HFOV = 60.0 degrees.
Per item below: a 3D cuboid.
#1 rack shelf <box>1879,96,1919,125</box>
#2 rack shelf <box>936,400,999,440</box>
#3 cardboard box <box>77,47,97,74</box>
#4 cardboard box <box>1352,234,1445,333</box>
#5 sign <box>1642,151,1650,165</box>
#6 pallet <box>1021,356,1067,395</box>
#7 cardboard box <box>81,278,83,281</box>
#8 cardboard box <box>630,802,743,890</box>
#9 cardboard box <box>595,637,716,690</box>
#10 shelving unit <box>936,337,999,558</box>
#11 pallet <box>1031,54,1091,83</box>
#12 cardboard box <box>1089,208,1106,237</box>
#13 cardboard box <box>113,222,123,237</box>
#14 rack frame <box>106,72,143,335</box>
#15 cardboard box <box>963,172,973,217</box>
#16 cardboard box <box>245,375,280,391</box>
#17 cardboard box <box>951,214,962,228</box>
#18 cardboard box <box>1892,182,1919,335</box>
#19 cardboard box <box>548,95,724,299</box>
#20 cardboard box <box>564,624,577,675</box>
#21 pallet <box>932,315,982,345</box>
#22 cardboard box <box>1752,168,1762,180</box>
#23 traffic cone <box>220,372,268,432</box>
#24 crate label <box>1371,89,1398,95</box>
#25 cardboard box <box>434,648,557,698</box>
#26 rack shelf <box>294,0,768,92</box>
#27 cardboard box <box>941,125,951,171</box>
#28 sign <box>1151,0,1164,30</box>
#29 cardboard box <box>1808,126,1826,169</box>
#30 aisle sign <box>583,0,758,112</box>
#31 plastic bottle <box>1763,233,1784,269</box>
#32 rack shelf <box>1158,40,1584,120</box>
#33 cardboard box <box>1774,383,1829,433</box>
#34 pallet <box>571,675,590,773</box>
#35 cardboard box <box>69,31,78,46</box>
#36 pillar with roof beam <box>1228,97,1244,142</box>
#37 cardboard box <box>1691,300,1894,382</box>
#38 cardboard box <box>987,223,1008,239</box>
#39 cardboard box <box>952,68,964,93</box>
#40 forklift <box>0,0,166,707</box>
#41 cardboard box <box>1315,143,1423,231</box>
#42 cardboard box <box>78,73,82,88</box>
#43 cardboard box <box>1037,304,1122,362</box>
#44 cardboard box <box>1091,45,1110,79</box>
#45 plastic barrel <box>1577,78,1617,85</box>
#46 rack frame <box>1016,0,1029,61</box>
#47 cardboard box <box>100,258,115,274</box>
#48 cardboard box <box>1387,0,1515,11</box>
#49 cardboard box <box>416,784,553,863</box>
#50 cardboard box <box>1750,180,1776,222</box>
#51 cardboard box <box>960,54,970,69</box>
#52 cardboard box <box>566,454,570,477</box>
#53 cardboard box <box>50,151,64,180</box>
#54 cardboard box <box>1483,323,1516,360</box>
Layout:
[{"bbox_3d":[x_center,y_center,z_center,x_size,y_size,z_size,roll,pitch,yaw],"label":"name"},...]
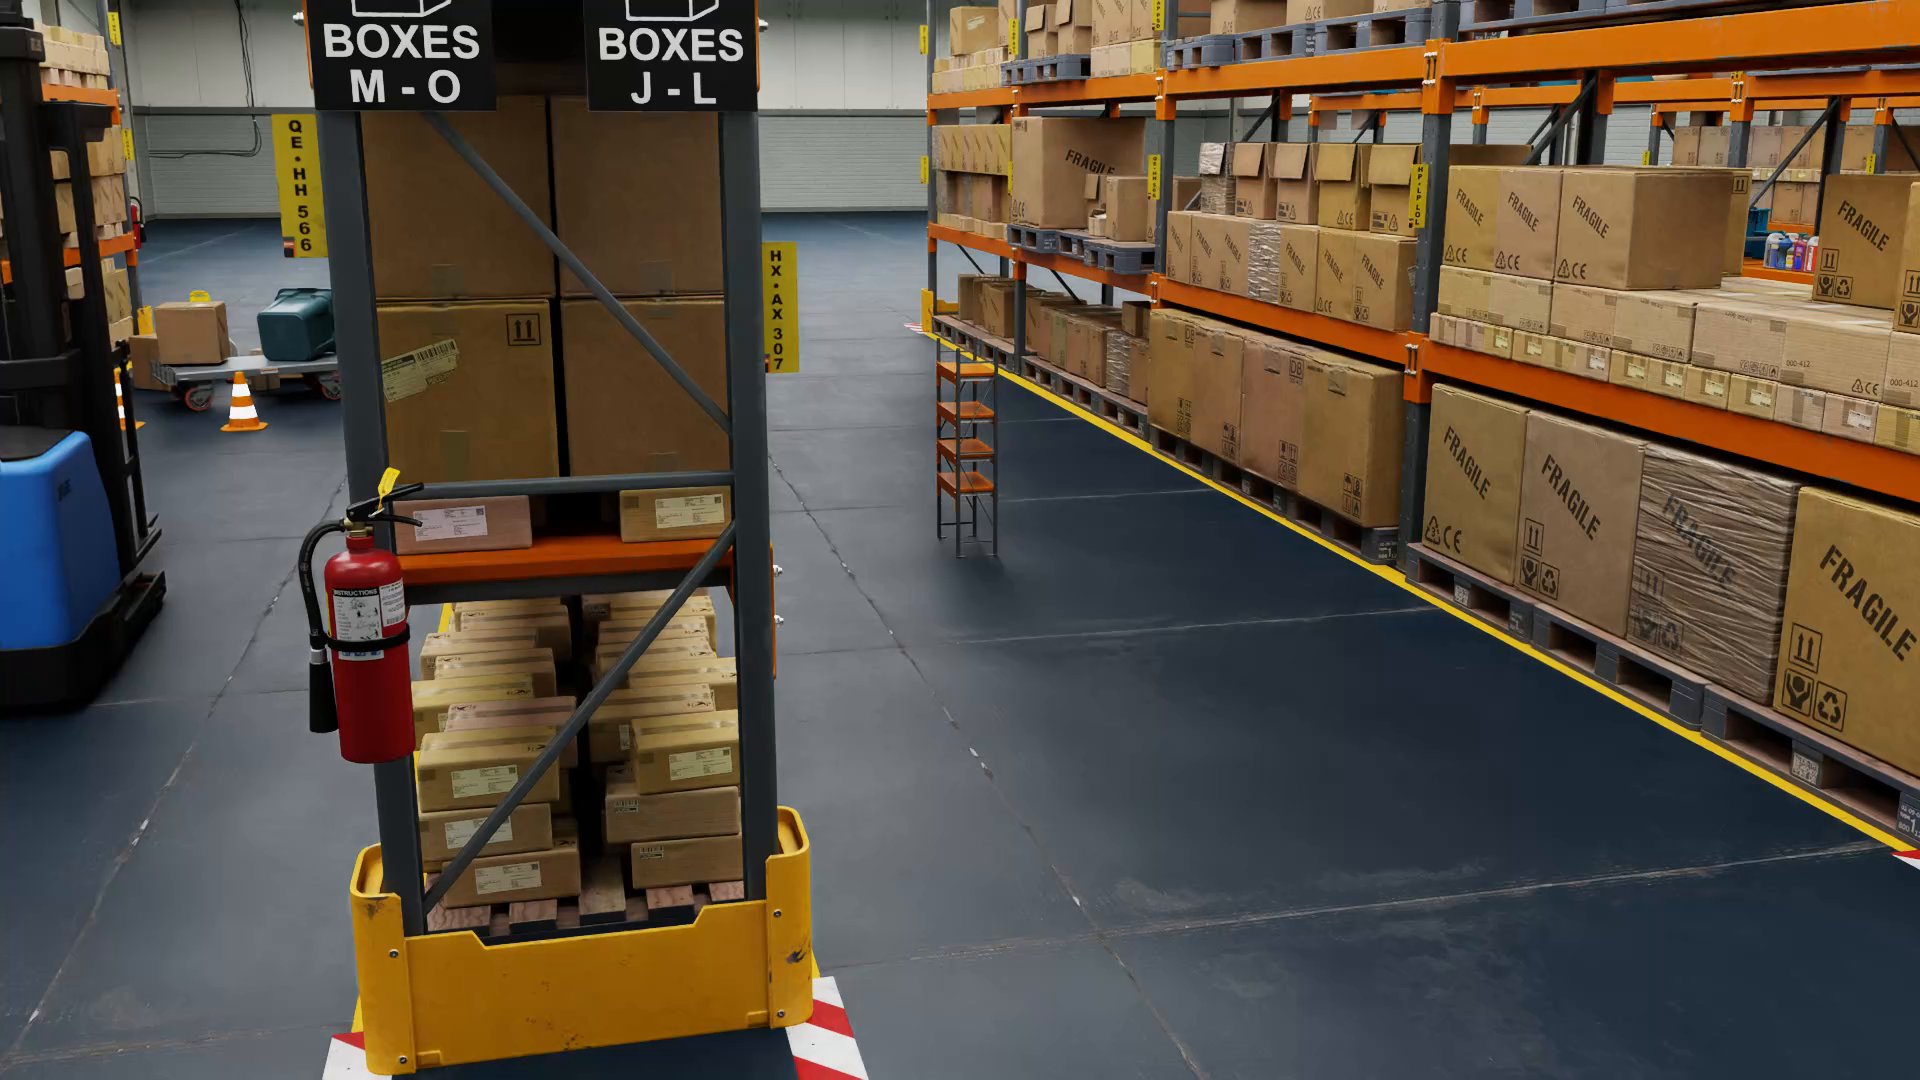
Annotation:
[{"bbox_3d":[11.144,-4.348,16.600,1.077,0.370,4.000,-3,14,-13],"label":"rack shelf"},{"bbox_3d":[0.039,-0.697,9.591,0.258,0.148,0.480,-3,14,-13],"label":"rack shelf"},{"bbox_3d":[-9.042,-4.830,16.745,0.500,0.250,0.500,-3,14,-14],"label":"cardboard box"},{"bbox_3d":[2.548,-1.446,9.316,0.500,0.500,0.500,-3,14,-13],"label":"cardboard box"},{"bbox_3d":[9.194,-5.054,22.303,0.100,0.325,0.005,-3,14,-13],"label":"sign"},{"bbox_3d":[1.228,-1.617,16.099,1.003,0.211,1.213,-3,14,-13],"label":"pallet"},{"bbox_3d":[-8.849,-2.346,16.539,0.500,0.500,0.500,-4,14,-15],"label":"cardboard box"},{"bbox_3d":[-0.795,0.913,4.992,0.380,0.149,0.250,-3,14,-12],"label":"cardboard box"},{"bbox_3d":[-1.031,0.448,5.641,0.380,0.149,0.250,-4,14,-16],"label":"cardboard box"},{"bbox_3d":[0.039,-0.545,9.628,0.258,1.200,0.503,-3,14,-13],"label":"shelving unit"},{"bbox_3d":[1.332,-4.129,14.583,1.213,0.211,1.003,-3,14,-13],"label":"pallet"},{"bbox_3d":[1.329,-2.736,14.205,0.396,0.266,0.258,-4,14,-15],"label":"cardboard box"},{"bbox_3d":[-9.065,-3.272,17.530,0.380,0.149,0.250,-3,14,-14],"label":"cardboard box"},{"bbox_3d":[-9.528,-3.521,18.019,1.000,3.000,0.127,-3,14,-13],"label":"rack frame"},{"bbox_3d":[0.517,-3.912,18.780,0.875,0.500,0.500,-3,14,-13],"label":"cardboard box"},{"bbox_3d":[-6.694,-1.578,15.825,0.396,0.266,0.258,10,17,35],"label":"cardboard box"},{"bbox_3d":[0.103,-3.699,19.275,0.380,0.149,0.250,-3,14,-13],"label":"cardboard box"},{"bbox_3d":[3.492,-0.916,5.465,0.500,0.500,0.500,-3,14,-12],"label":"cardboard box"},{"bbox_3d":[-0.830,-0.926,4.454,0.500,0.500,0.500,-3,14,-14],"label":"cardboard box"},{"bbox_3d":[-1.772,0.463,6.835,0.380,0.149,0.250,-4,14,-16],"label":"cardboard box"},{"bbox_3d":[0.279,-2.512,19.764,1.003,0.211,1.213,-3,14,-13],"label":"pallet"},{"bbox_3d":[9.978,-4.531,20.576,0.380,0.149,0.250,-3,14,-13],"label":"cardboard box"},{"bbox_3d":[-5.897,-1.147,13.646,0.336,0.463,0.334,-3,14,-13],"label":"traffic cone"},{"bbox_3d":[5.037,-5.284,19.229,0.502,0.251,0.408,-3,14,-13],"label":"crate label"},{"bbox_3d":[-1.540,0.478,5.520,0.380,0.149,0.250,-4,14,-15],"label":"cardboard box"},{"bbox_3d":[-1.452,-1.698,5.753,1.077,0.370,4.000,-3,14,-13],"label":"rack shelf"},{"bbox_3d":[0.079,-4.494,19.059,0.500,0.500,0.500,-3,14,-13],"label":"cardboard box"},{"bbox_3d":[1.455,-3.906,12.187,0.100,0.325,0.005,-3,14,-13],"label":"sign"},{"bbox_3d":[10.444,-4.599,19.488,0.700,0.500,0.500,-3,14,-13],"label":"cardboard box"},{"bbox_3d":[-0.674,-1.392,3.826,0.394,0.787,0.004,-3,14,-13],"label":"aisle sign"},{"bbox_3d":[6.585,-2.326,13.388,0.152,0.276,0.135,-3,14,-13],"label":"plastic bottle"},{"bbox_3d":[2.453,-2.874,10.567,1.077,0.370,4.000,-3,14,-13],"label":"rack shelf"},{"bbox_3d":[3.280,-0.500,6.182,0.380,0.149,0.250,-3,14,-12],"label":"cardboard box"},{"bbox_3d":[-1.440,0.738,6.463,1.003,0.211,1.213,-3,14,-13],"label":"pallet"},{"bbox_3d":[-9.051,-5.001,16.606,0.380,0.149,0.250,-3,14,-13],"label":"cardboard box"},{"bbox_3d":[4.324,-14.384,49.840,9.100,9.000,0.548,-3,14,-13],"label":"pillar with roof beam"},{"bbox_3d":[3.252,-0.785,6.511,0.500,0.250,0.500,-4,14,-15],"label":"cardboard box"},{"bbox_3d":[0.491,-3.233,17.367,0.380,0.149,0.250,-3,14,-13],"label":"cardboard box"},{"bbox_3d":[0.206,-5.099,18.473,0.500,0.250,0.500,-3,14,-13],"label":"cardboard box"},{"bbox_3d":[-4.568,-1.000,7.844,1.130,2.935,3.031,-4,14,-16],"label":"forklift"},{"bbox_3d":[2.615,-2.147,10.070,0.797,0.503,0.637,-3,14,-13],"label":"cardboard box"},{"bbox_3d":[-9.058,-4.609,16.679,0.380,0.149,0.250,-3,14,-13],"label":"cardboard box"},{"bbox_3d":[1.167,-2.007,16.163,0.700,0.500,0.500,-4,14,-18],"label":"cardboard box"},{"bbox_3d":[1.388,-3.938,13.721,0.500,0.250,0.500,-3,14,-12],"label":"cardboard box"},{"bbox_3d":[6.342,-4.871,16.169,0.600,0.901,0.600,0,14,0],"label":"plastic barrel"},{"bbox_3d":[1.044,-6.065,15.791,1.000,3.000,0.127,-3,14,-13],"label":"rack frame"},{"bbox_3d":[-8.935,-2.817,17.101,0.380,0.149,0.250,-3,14,-12],"label":"cardboard box"},{"bbox_3d":[2.777,-3.148,9.076,0.700,0.500,0.500,-3,14,-12],"label":"cardboard box"},{"bbox_3d":[-1.384,0.801,4.822,0.380,0.149,0.250,-4,14,-15],"label":"cardboard box"},{"bbox_3d":[10.198,-4.208,20.620,0.700,0.500,0.500,-3,14,-11],"label":"cardboard box"},{"bbox_3d":[0.217,-5.273,18.346,0.380,0.149,0.250,-4,14,-16],"label":"cardboard box"},{"bbox_3d":[-1.045,-0.274,5.257,0.380,0.149,0.250,-3,14,-11],"label":"cardboard box"},{"bbox_3d":[-8.580,-3.510,15.028,0.700,0.500,0.500,-3,14,-13],"label":"cardboard box"},{"bbox_3d":[2.793,-0.975,8.127,0.380,0.149,0.250,-3,14,-11],"label":"cardboard box"}]
